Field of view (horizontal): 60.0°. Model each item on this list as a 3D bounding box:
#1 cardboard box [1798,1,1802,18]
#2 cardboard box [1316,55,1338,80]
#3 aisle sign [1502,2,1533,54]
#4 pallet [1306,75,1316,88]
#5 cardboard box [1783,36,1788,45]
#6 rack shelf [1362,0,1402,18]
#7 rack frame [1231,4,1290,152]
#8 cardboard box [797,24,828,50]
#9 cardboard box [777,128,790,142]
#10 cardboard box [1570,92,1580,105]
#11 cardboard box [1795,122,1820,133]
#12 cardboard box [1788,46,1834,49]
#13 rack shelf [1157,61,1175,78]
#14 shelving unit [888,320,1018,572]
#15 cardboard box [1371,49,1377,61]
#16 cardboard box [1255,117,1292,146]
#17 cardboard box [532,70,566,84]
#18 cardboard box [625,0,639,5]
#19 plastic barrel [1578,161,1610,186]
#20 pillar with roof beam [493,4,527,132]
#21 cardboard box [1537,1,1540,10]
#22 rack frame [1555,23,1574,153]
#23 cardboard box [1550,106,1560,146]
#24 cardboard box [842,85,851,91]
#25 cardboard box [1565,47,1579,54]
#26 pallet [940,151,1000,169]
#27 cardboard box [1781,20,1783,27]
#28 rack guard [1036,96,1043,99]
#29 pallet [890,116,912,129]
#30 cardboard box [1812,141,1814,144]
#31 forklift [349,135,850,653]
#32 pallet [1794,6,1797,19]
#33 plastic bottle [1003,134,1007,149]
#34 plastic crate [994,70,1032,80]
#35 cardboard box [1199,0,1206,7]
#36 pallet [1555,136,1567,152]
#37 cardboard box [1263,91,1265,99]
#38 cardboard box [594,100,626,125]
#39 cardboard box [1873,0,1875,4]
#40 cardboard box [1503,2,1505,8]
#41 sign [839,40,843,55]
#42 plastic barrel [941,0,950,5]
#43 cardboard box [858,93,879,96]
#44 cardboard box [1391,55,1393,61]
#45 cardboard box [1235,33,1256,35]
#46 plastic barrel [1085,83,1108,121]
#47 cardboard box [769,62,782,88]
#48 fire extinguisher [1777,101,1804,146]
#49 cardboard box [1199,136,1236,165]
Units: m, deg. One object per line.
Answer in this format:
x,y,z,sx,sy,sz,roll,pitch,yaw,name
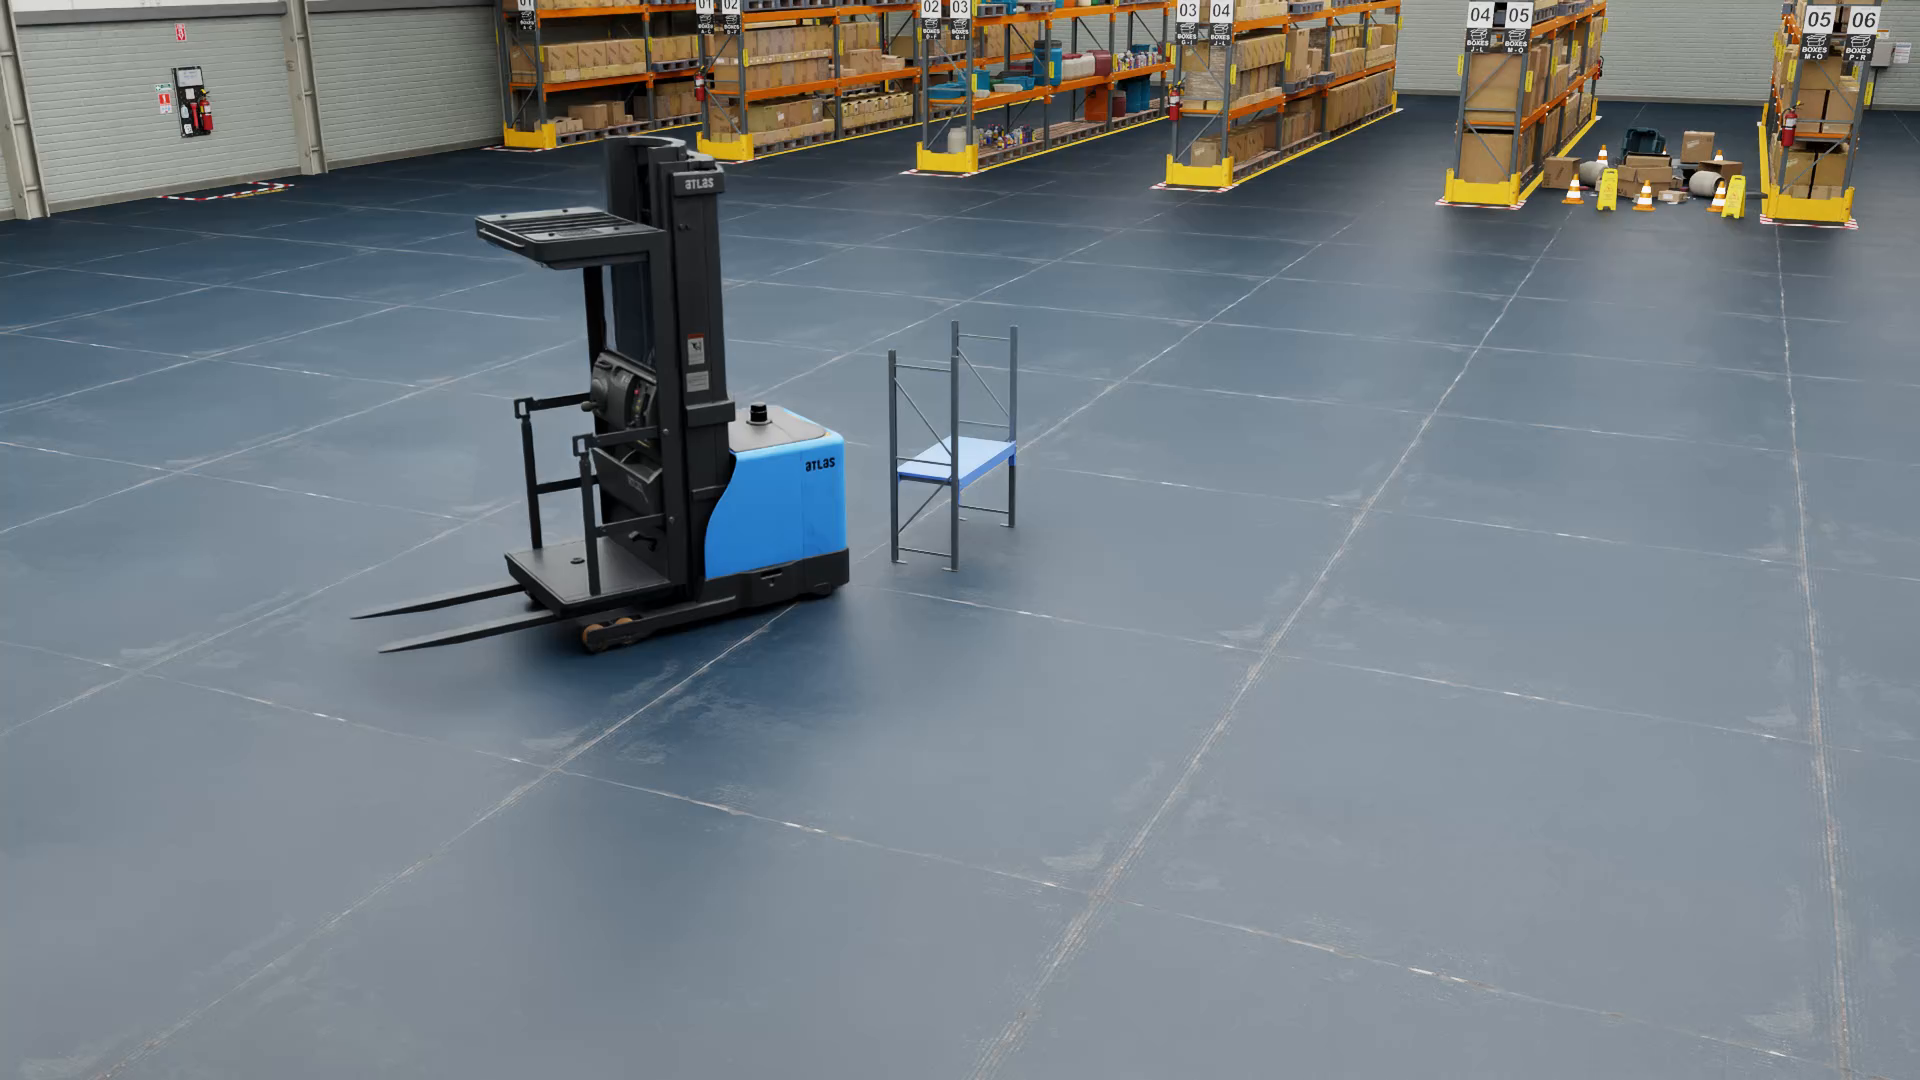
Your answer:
13.910,-8.605,26.992,0.500,0.250,0.500,9,21,23,cardboard box
8.009,-10.425,36.657,0.500,0.500,0.500,9,22,24,cardboard box
9.014,-8.272,26.872,0.394,0.787,0.004,9,21,23,aisle sign
6.788,-9.566,34.676,1.003,0.211,1.213,9,21,23,pallet
17.201,-10.082,34.200,0.500,0.500,0.500,8,21,22,cardboard box
10.018,-13.175,41.137,1.077,0.370,4.000,9,21,23,rack shelf
5.923,-9.044,32.923,1.000,3.000,0.127,9,21,23,rack frame
-3.289,-10.926,36.130,0.700,0.500,0.500,9,21,23,cardboard box
-3.922,-8.524,34.936,0.500,0.250,0.500,9,21,23,cardboard box
13.609,-9.889,37.284,0.500,0.250,0.500,8,21,21,cardboard box
13.284,-6.487,26.107,0.380,0.149,0.250,9,22,25,cardboard box
14.357,-8.085,28.140,0.700,0.500,0.500,9,21,23,cardboard box
5.500,-12.442,43.550,1.077,0.370,4.000,9,21,23,rack shelf
-0.035,-0.681,11.644,0.538,1.500,1.048,9,21,23,shelving unit
9.839,-11.818,40.503,0.500,0.250,0.500,8,21,22,cardboard box
6.407,-8.402,34.190,0.700,0.500,0.500,8,21,22,cardboard box
-8.782,-9.905,35.537,0.500,0.250,0.500,8,21,21,cardboard box
-7.616,-12.364,37.602,0.500,0.500,0.500,9,22,24,cardboard box
11.342,-6.562,29.787,0.421,0.421,0.512,-9,22,-24,plastic barrel
-5.847,-12.429,33.487,9.100,9.000,0.400,9,21,23,pillar with roof beam
9.306,-8.789,27.327,0.380,0.149,0.250,9,21,23,cardboard box
12.045,-9.555,34.361,1.000,3.000,0.127,9,21,23,rack frame
11.714,-8.519,34.179,1.050,0.750,0.750,8,21,22,cardboard box
-3.537,-13.073,47.356,0.700,0.500,0.500,9,22,24,cardboard box
13.480,-10.828,36.798,0.380,0.149,0.250,8,21,21,cardboard box
0.092,-7.464,32.643,1.003,0.211,1.213,9,21,23,pallet
19.227,-11.952,38.491,0.380,0.149,0.250,9,22,24,cardboard box
1.770,-12.872,47.417,1.175,0.500,0.348,9,21,23,rack guard
-1.848,-10.067,39.961,1.003,0.211,1.213,9,21,23,pallet
14.760,-6.567,28.314,0.500,0.500,0.500,9,21,24,cardboard box
-2.240,-0.903,10.134,3.031,2.935,1.130,-12,23,-31,forklift
15.736,-9.501,30.011,1.213,0.211,1.003,9,21,23,pallet
0.903,-8.007,33.403,0.061,0.283,0.133,9,21,24,plastic bottle
1.074,-9.552,34.443,0.767,0.338,0.504,9,21,23,plastic crate
4.114,-9.479,29.299,0.380,0.149,0.250,9,21,23,cardboard box
12.366,-8.480,35.499,1.003,0.211,1.213,9,21,23,pallet
5.612,-8.526,31.842,0.380,0.149,0.250,9,21,23,cardboard box
-8.022,-9.790,38.094,0.500,0.500,0.500,7,21,19,cardboard box
14.076,-8.427,25.895,0.380,0.149,0.250,8,21,23,cardboard box
9.117,-9.186,28.445,0.380,0.149,0.250,9,21,23,cardboard box
-2.606,-10.774,36.377,0.100,0.325,0.005,9,21,23,sign
-0.150,-10.480,31.217,0.600,0.830,0.708,9,21,23,plastic barrel
-2.165,-10.512,39.691,0.500,0.311,0.500,8,21,21,cardboard box
10.887,-12.360,42.623,0.380,0.149,0.250,9,21,23,cardboard box
5.507,-9.600,32.400,0.500,0.500,0.500,9,21,23,cardboard box
3.227,-10.274,38.993,0.600,0.830,0.708,9,21,23,plastic barrel
-4.129,-9.682,34.567,0.700,0.500,0.500,9,21,23,cardboard box
12.859,-6.453,25.754,0.296,0.674,0.183,9,21,23,fire extinguisher
4.770,-7.217,30.891,0.500,0.500,0.500,15,25,37,cardboard box
